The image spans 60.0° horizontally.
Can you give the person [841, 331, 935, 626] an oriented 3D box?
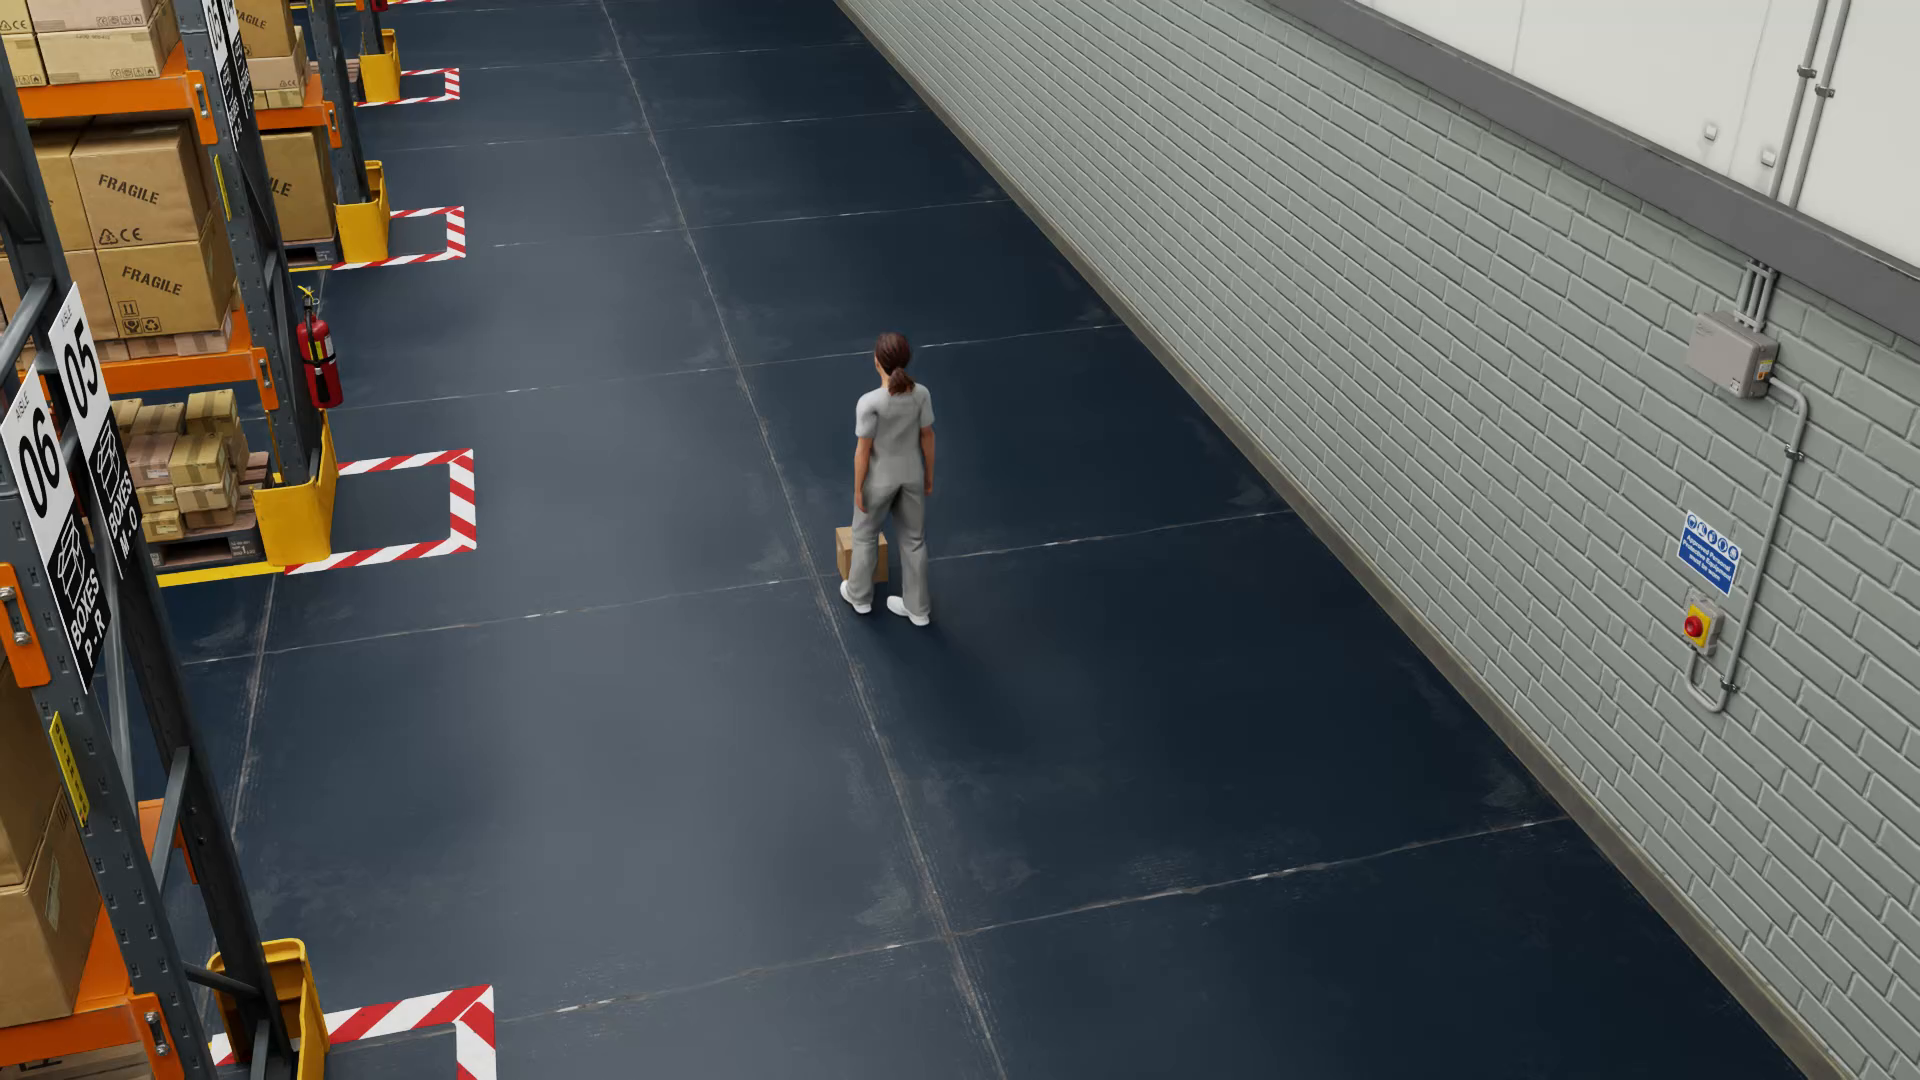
[{"bbox_3d":[-0.394,-0.351,8.822,0.459,1.669,0.568,-15,33,-23],"label":"person"}]
